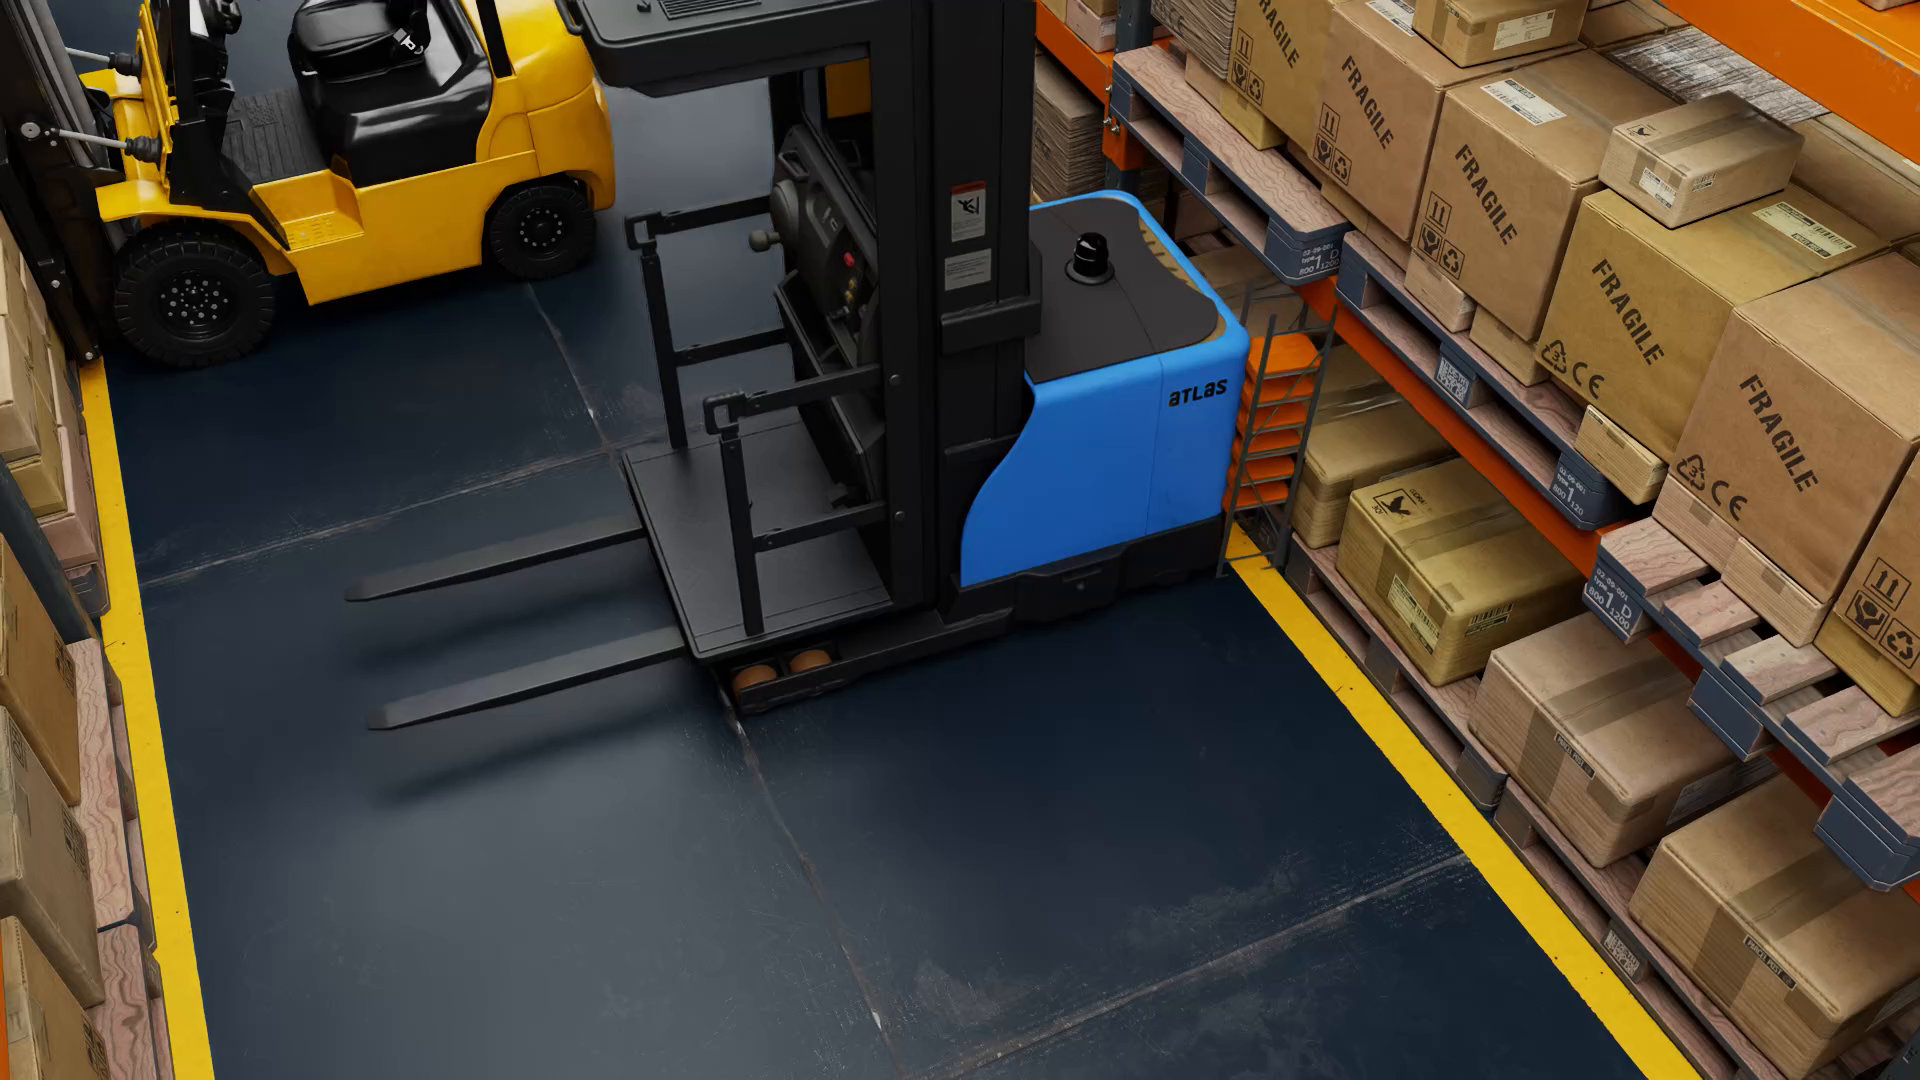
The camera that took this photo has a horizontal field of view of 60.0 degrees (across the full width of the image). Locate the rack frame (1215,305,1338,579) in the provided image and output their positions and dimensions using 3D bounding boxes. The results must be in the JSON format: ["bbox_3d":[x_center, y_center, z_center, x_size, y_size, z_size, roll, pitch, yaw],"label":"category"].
[{"bbox_3d":[1.064,-0.301,5.644,0.240,1.200,0.006,-10,47,-12],"label":"rack frame"}]

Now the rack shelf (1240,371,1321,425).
[{"bbox_3d":[1.047,-0.502,5.566,0.258,0.103,0.180,-10,47,-12],"label":"rack shelf"}]

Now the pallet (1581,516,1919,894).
[{"bbox_3d":[2.329,0.208,4.041,1.213,0.211,1.003,-18,47,-17],"label":"pallet"}]

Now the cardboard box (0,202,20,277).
[{"bbox_3d":[-3.803,-1.089,6.165,0.500,0.250,0.500,-17,47,-16],"label":"cardboard box"}]

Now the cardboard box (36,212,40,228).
[{"bbox_3d":[-4.015,-1.067,6.854,0.500,0.250,0.500,-17,47,-16],"label":"cardboard box"}]

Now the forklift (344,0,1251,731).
[{"bbox_3d":[-0.603,-0.880,5.055,3.031,2.935,1.130,-15,47,-15],"label":"forklift"}]

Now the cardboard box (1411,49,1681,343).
[{"bbox_3d":[1.613,-0.932,4.477,0.500,0.500,0.500,-20,48,-19],"label":"cardboard box"}]

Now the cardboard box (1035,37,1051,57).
[{"bbox_3d":[0.336,-2.046,7.313,0.500,0.500,0.500,-17,47,-17],"label":"cardboard box"}]

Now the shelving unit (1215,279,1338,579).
[{"bbox_3d":[1.040,-0.365,5.705,0.258,1.200,0.189,-10,47,-12],"label":"shelving unit"}]

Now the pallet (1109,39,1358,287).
[{"bbox_3d":[1.233,-1.389,5.658,1.003,0.211,1.213,-18,47,-17],"label":"pallet"}]

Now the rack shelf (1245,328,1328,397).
[{"bbox_3d":[1.051,-0.586,5.480,0.258,0.103,0.180,-10,47,-12],"label":"rack shelf"}]

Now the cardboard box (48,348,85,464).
[{"bbox_3d":[-3.589,-0.415,6.193,0.500,0.250,0.500,-19,48,-18],"label":"cardboard box"}]

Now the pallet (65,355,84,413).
[{"bbox_3d":[-4.272,-0.824,6.935,1.003,0.211,1.213,-18,47,-17],"label":"pallet"}]

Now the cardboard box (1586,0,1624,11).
[{"bbox_3d":[1.881,-1.678,4.771,0.380,0.149,0.250,-20,48,-19],"label":"cardboard box"}]

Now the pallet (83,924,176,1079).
[{"bbox_3d":[-2.597,1.710,4.366,1.003,0.211,1.213,-18,47,-17],"label":"pallet"}]

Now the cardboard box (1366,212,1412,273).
[{"bbox_3d":[1.447,-0.948,4.954,0.380,0.149,0.250,-18,47,-17],"label":"cardboard box"}]

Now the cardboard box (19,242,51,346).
[{"bbox_3d":[-3.796,-0.911,6.340,0.500,0.250,0.500,-18,48,-18],"label":"cardboard box"}]

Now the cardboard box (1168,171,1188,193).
[{"bbox_3d":[1.040,-1.880,7.145,0.500,0.500,0.500,-16,47,-16],"label":"cardboard box"}]

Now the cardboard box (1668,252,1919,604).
[{"bbox_3d":[2.055,-0.263,3.799,0.500,0.500,0.500,-19,48,-18],"label":"cardboard box"}]

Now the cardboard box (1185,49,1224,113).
[{"bbox_3d":[0.989,-1.602,5.617,0.380,0.149,0.250,-17,47,-17],"label":"cardboard box"}]

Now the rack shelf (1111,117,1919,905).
[{"bbox_3d":[1.884,-0.457,5.089,1.077,0.370,4.000,-18,47,-17],"label":"rack shelf"}]

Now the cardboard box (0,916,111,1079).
[{"bbox_3d":[-2.592,1.481,4.005,0.875,0.625,0.625,-20,48,-19],"label":"cardboard box"}]

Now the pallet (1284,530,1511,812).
[{"bbox_3d":[1.889,0.280,5.816,1.003,0.211,1.213,-18,47,-17],"label":"pallet"}]

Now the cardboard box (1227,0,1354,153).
[{"bbox_3d":[1.191,-1.576,5.129,0.500,0.500,0.500,-18,47,-17],"label":"cardboard box"}]

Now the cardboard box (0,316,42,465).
[{"bbox_3d":[-3.377,-0.446,5.514,0.500,0.250,0.500,-19,48,-18],"label":"cardboard box"}]

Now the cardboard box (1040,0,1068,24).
[{"bbox_3d":[0.521,-2.169,6.492,0.380,0.149,0.250,-17,47,-17],"label":"cardboard box"}]

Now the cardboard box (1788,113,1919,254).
[{"bbox_3d":[2.291,-0.751,4.293,0.500,0.500,0.500,-17,47,-17],"label":"cardboard box"}]

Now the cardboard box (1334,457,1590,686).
[{"bbox_3d":[1.866,0.032,5.654,0.950,0.372,0.625,-17,47,-16],"label":"cardboard box"}]

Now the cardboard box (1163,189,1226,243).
[{"bbox_3d":[1.040,-1.614,7.408,0.500,0.250,0.500,-20,48,-19],"label":"cardboard box"}]

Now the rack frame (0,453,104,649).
[{"bbox_3d":[-3.459,-0.519,4.640,1.000,3.000,0.127,-18,47,-17],"label":"rack frame"}]

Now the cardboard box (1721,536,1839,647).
[{"bbox_3d":[2.049,0.066,3.928,0.380,0.149,0.250,-18,48,-18],"label":"cardboard box"}]

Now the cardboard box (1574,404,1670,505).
[{"bbox_3d":[1.822,-0.268,4.266,0.380,0.149,0.250,-17,47,-17],"label":"cardboard box"}]

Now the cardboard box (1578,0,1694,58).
[{"bbox_3d":[1.867,-1.405,4.957,0.500,0.500,0.500,-17,47,-16],"label":"cardboard box"}]

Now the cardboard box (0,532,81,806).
[{"bbox_3d":[-3.229,0.506,4.993,0.875,0.625,0.625,-16,47,-16],"label":"cardboard box"}]

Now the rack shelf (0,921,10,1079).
[{"bbox_3d":[-2.618,1.012,3.601,1.077,0.370,4.000,-18,47,-17],"label":"rack shelf"}]

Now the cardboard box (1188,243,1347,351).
[{"bbox_3d":[1.266,-0.868,6.566,0.950,0.372,0.625,-17,47,-17],"label":"cardboard box"}]

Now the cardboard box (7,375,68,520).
[{"bbox_3d":[-3.382,-0.267,5.688,0.500,0.250,0.500,-18,47,-18],"label":"cardboard box"}]

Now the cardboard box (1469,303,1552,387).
[{"bbox_3d":[1.651,-0.602,4.604,0.380,0.149,0.250,-19,48,-19],"label":"cardboard box"}]

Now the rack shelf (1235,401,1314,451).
[{"bbox_3d":[1.042,-0.418,5.651,0.258,0.103,0.180,-10,47,-12],"label":"rack shelf"}]

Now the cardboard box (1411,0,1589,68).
[{"bbox_3d":[1.470,-1.443,4.533,0.380,0.149,0.250,-16,47,-15],"label":"cardboard box"}]

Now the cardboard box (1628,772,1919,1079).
[{"bbox_3d":[2.497,0.985,4.688,0.950,0.372,0.625,-21,48,-20],"label":"cardboard box"}]

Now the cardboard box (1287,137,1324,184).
[{"bbox_3d":[1.275,-1.282,5.293,0.380,0.149,0.250,-15,47,-15],"label":"cardboard box"}]
